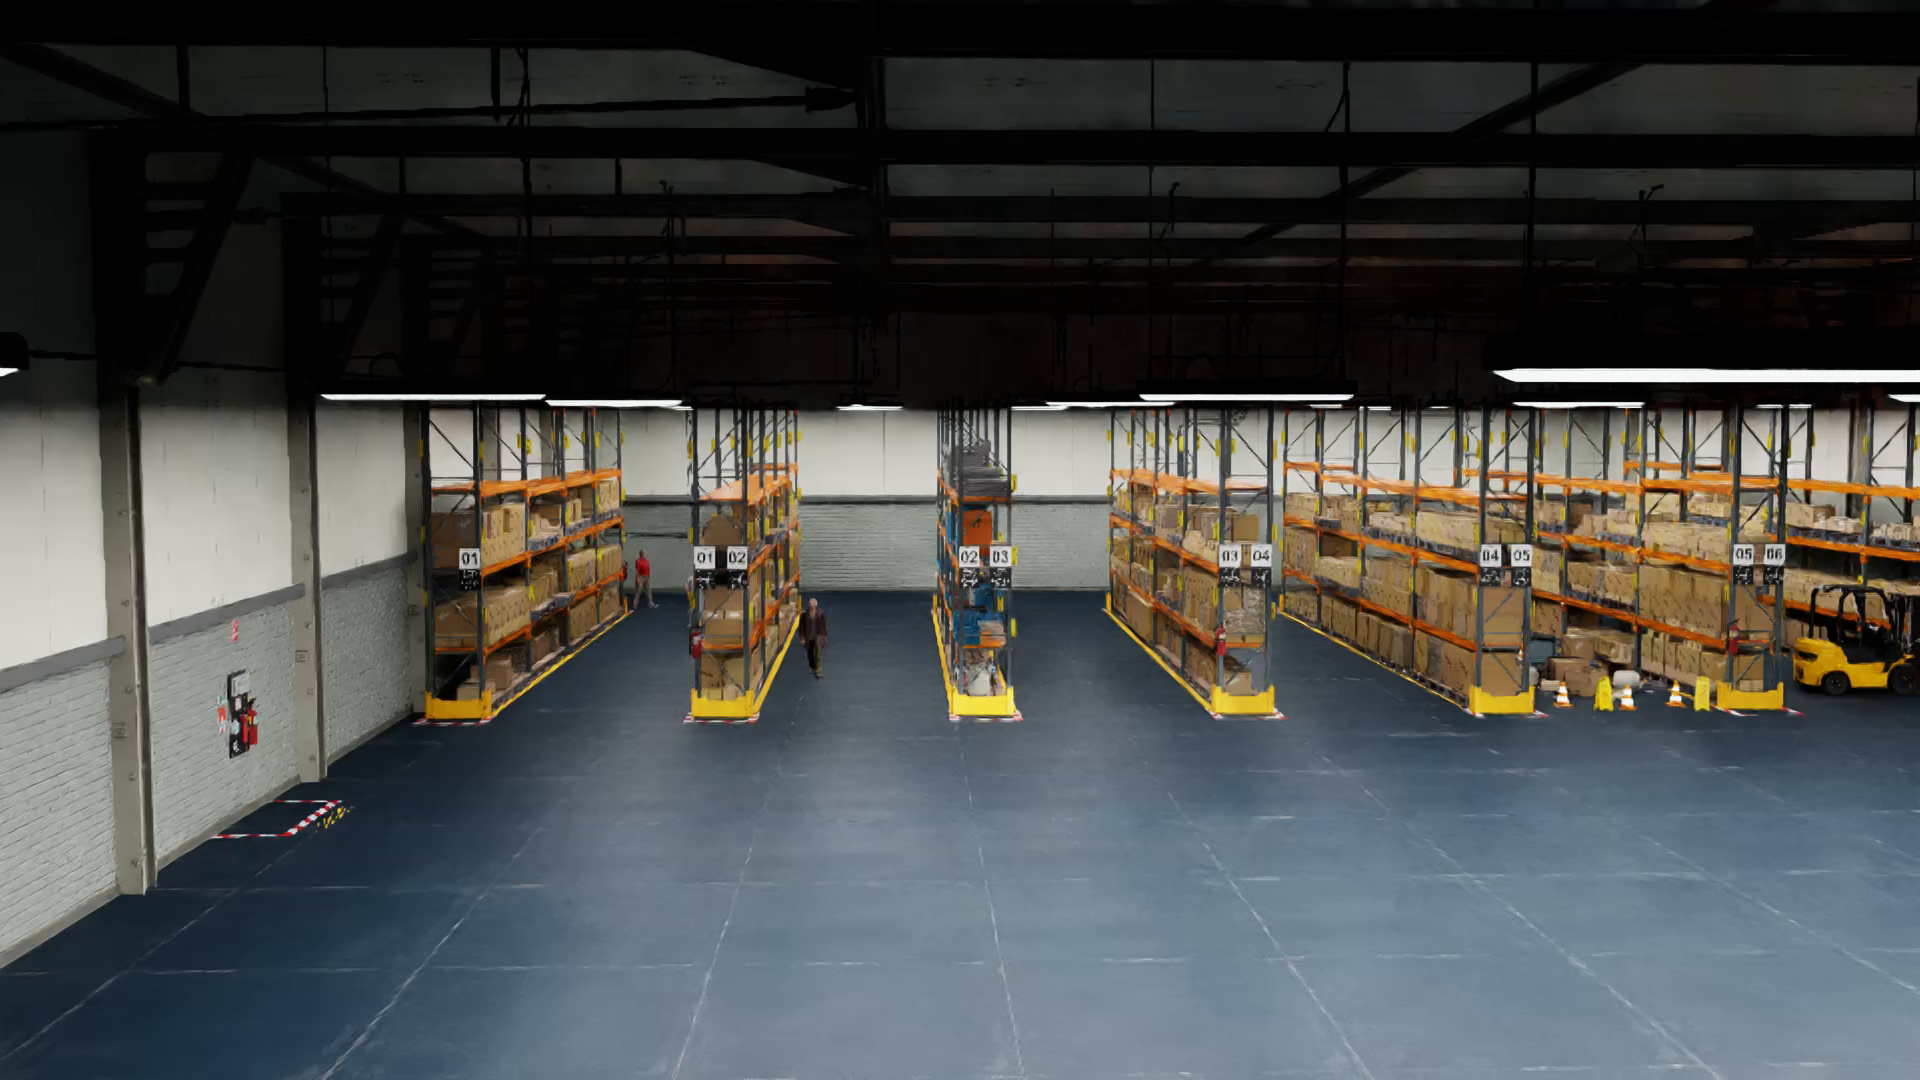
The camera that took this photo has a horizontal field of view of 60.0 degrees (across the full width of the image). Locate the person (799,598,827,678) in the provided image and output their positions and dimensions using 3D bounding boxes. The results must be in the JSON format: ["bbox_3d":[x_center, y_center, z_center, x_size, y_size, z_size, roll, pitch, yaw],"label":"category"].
[{"bbox_3d":[-3.177,2.084,35.892,0.598,1.698,1.193,0,4,0],"label":"person"}]

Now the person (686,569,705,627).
[{"bbox_3d":[-6.982,1.514,44.138,0.580,1.619,0.507,0,4,-4],"label":"person"}]

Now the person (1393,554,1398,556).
[{"bbox_3d":[12.244,1.237,46.781,0.579,1.718,0.655,1,4,8],"label":"person"}]

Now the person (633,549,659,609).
[{"bbox_3d":[-9.160,1.127,48.230,0.540,1.720,0.747,3,5,30],"label":"person"}]

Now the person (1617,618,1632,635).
[{"bbox_3d":[16.934,1.604,42.508,0.524,1.659,0.531,2,5,27],"label":"person"}]
